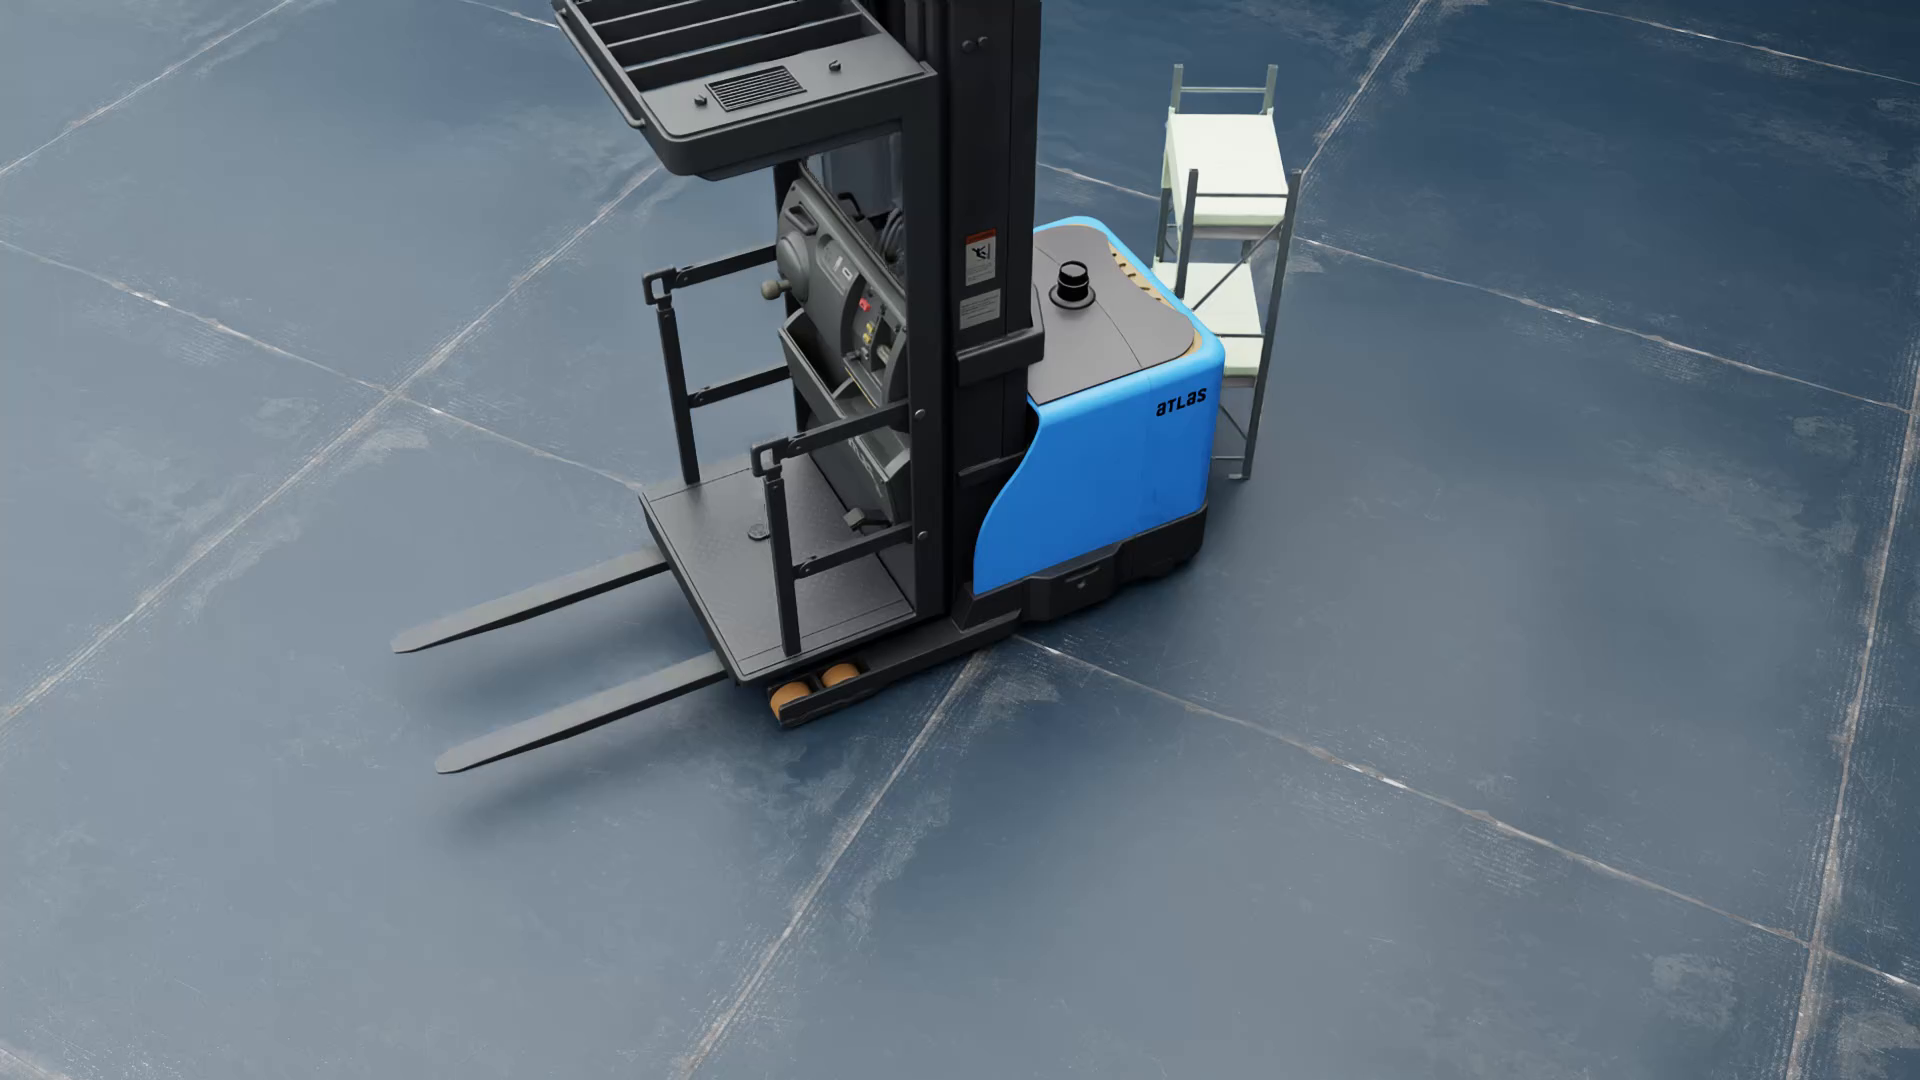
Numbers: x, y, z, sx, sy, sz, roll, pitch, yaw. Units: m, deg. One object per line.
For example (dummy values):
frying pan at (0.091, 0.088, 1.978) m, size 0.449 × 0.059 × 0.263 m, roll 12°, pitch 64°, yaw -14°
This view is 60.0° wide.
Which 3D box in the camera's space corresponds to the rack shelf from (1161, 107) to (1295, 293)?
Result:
rack shelf at (1.027, -1.329, 6.460) m, size 0.431 × 0.370 × 0.720 m, roll 1°, pitch 45°, yaw 1°

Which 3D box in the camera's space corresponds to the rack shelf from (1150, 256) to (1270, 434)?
rack shelf at (1.027, -0.825, 6.969) m, size 0.431 × 0.370 × 0.720 m, roll 1°, pitch 45°, yaw 1°

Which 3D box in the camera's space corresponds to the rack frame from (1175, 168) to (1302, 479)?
rack frame at (1.020, -0.794, 6.480) m, size 0.400 × 1.500 × 0.023 m, roll 1°, pitch 45°, yaw 1°

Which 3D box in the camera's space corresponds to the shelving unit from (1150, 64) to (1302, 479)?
shelving unit at (1.027, -1.054, 6.737) m, size 0.431 × 1.500 × 0.755 m, roll 1°, pitch 45°, yaw 1°

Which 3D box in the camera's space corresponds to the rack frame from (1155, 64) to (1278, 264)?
rack frame at (1.034, -1.315, 6.995) m, size 0.400 × 1.500 × 0.023 m, roll 1°, pitch 45°, yaw 1°

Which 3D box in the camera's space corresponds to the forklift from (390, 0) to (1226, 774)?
forklift at (-0.582, -0.783, 5.463) m, size 3.031 × 2.935 × 1.130 m, roll -20°, pitch 49°, yaw -19°
